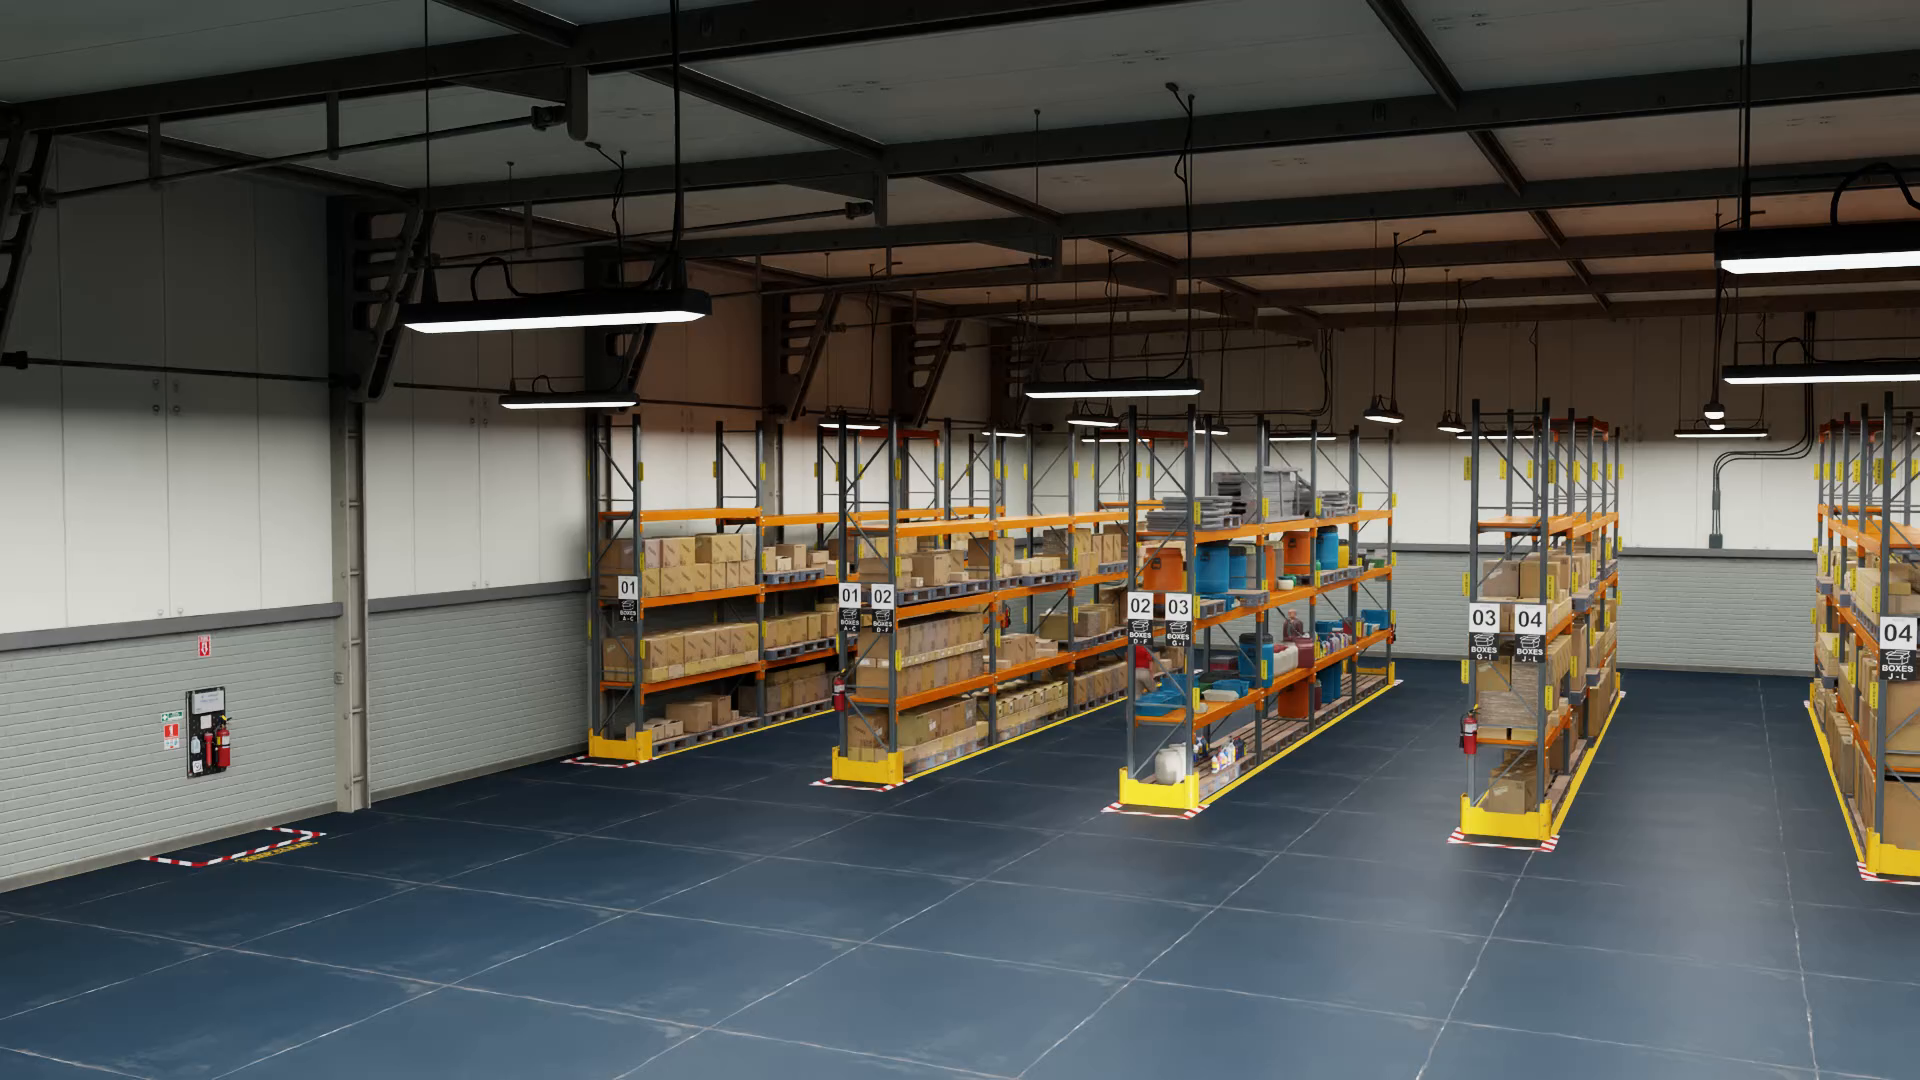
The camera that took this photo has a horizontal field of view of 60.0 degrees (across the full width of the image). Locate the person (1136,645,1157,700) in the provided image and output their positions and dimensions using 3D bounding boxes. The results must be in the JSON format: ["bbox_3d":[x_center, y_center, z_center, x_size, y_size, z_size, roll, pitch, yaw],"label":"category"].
[{"bbox_3d":[3.671,2.767,33.420,0.584,1.729,0.520,2,3,40],"label":"person"}]

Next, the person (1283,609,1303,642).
[{"bbox_3d":[7.883,2.489,39.532,0.572,1.711,1.129,1,3,28],"label":"person"}]

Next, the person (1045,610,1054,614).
[{"bbox_3d":[2.080,2.501,38.892,0.544,1.747,0.902,2,3,36],"label":"person"}]
